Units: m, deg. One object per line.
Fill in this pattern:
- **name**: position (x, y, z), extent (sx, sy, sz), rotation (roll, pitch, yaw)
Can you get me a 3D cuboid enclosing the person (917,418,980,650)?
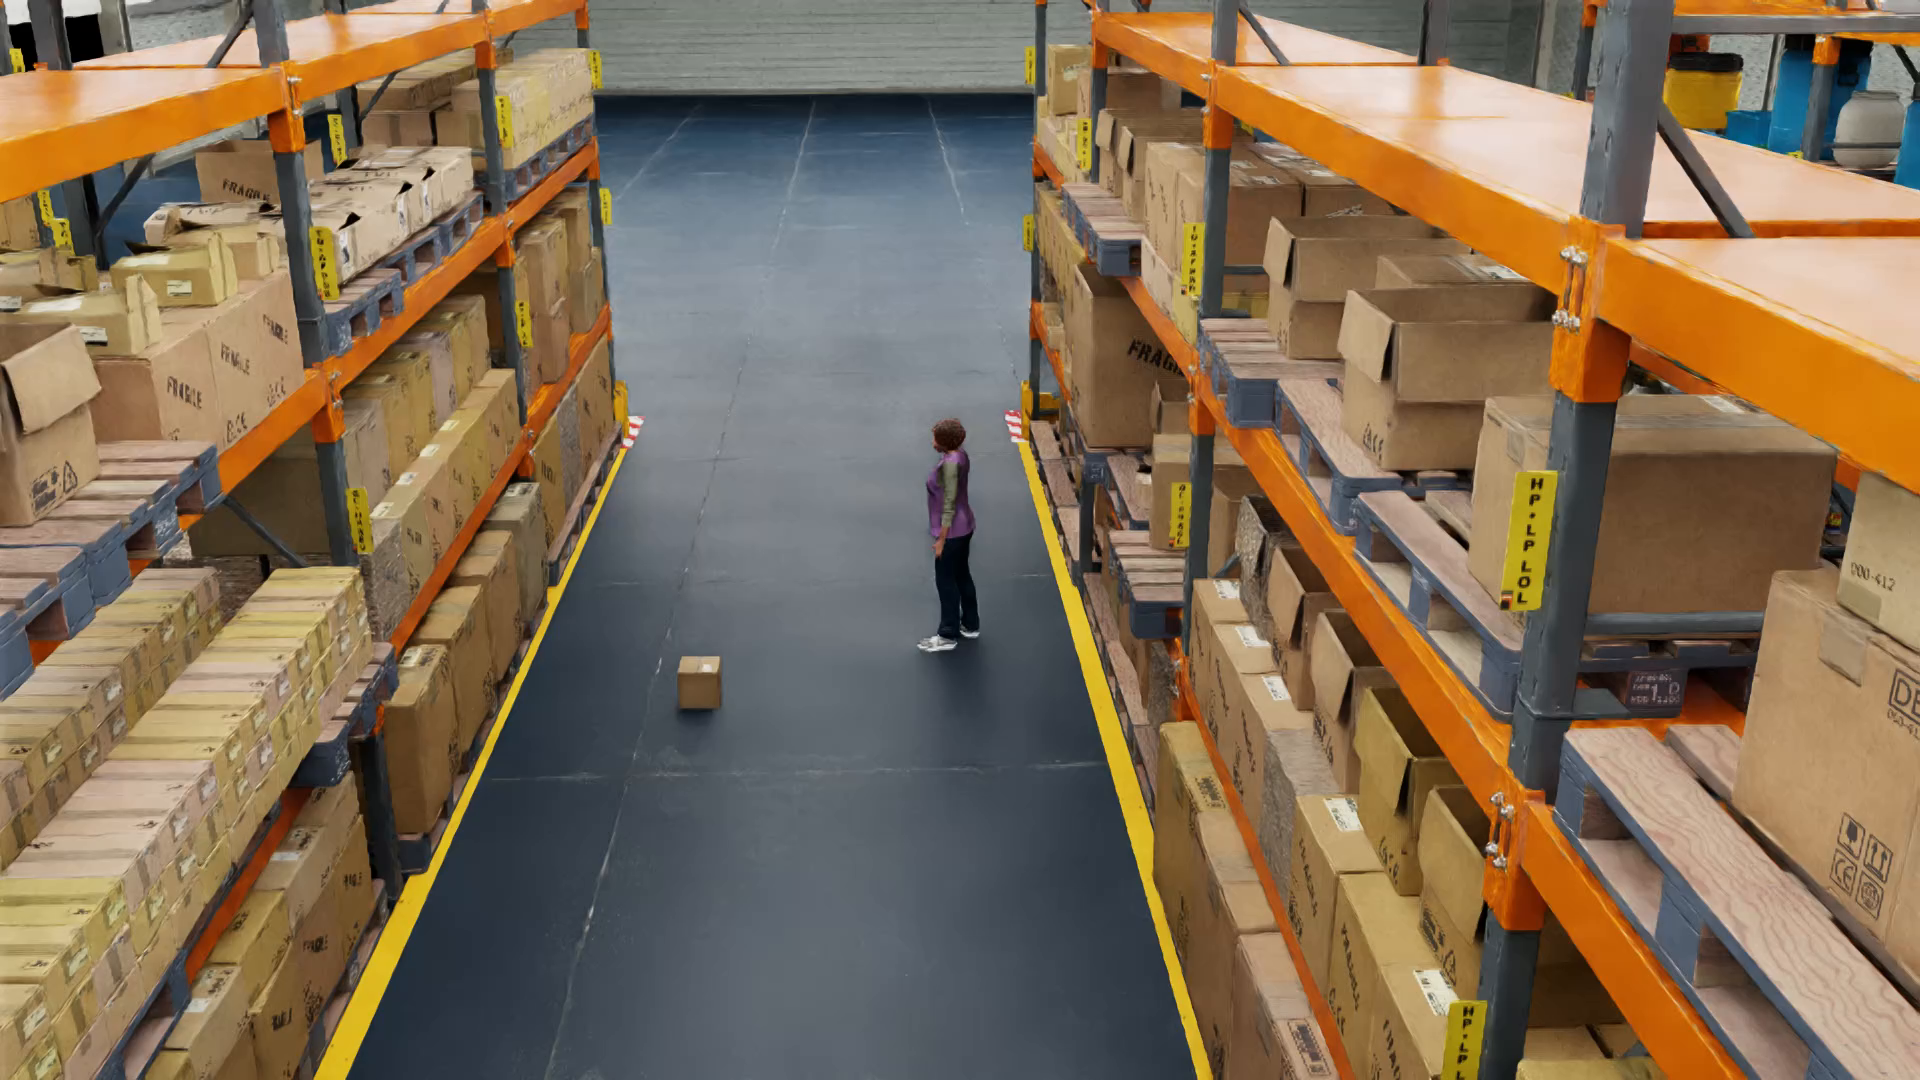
- **person**: position (-0.063, -0.046, 11.166), extent (0.378, 1.585, 0.498), rotation (5, 21, 12)
